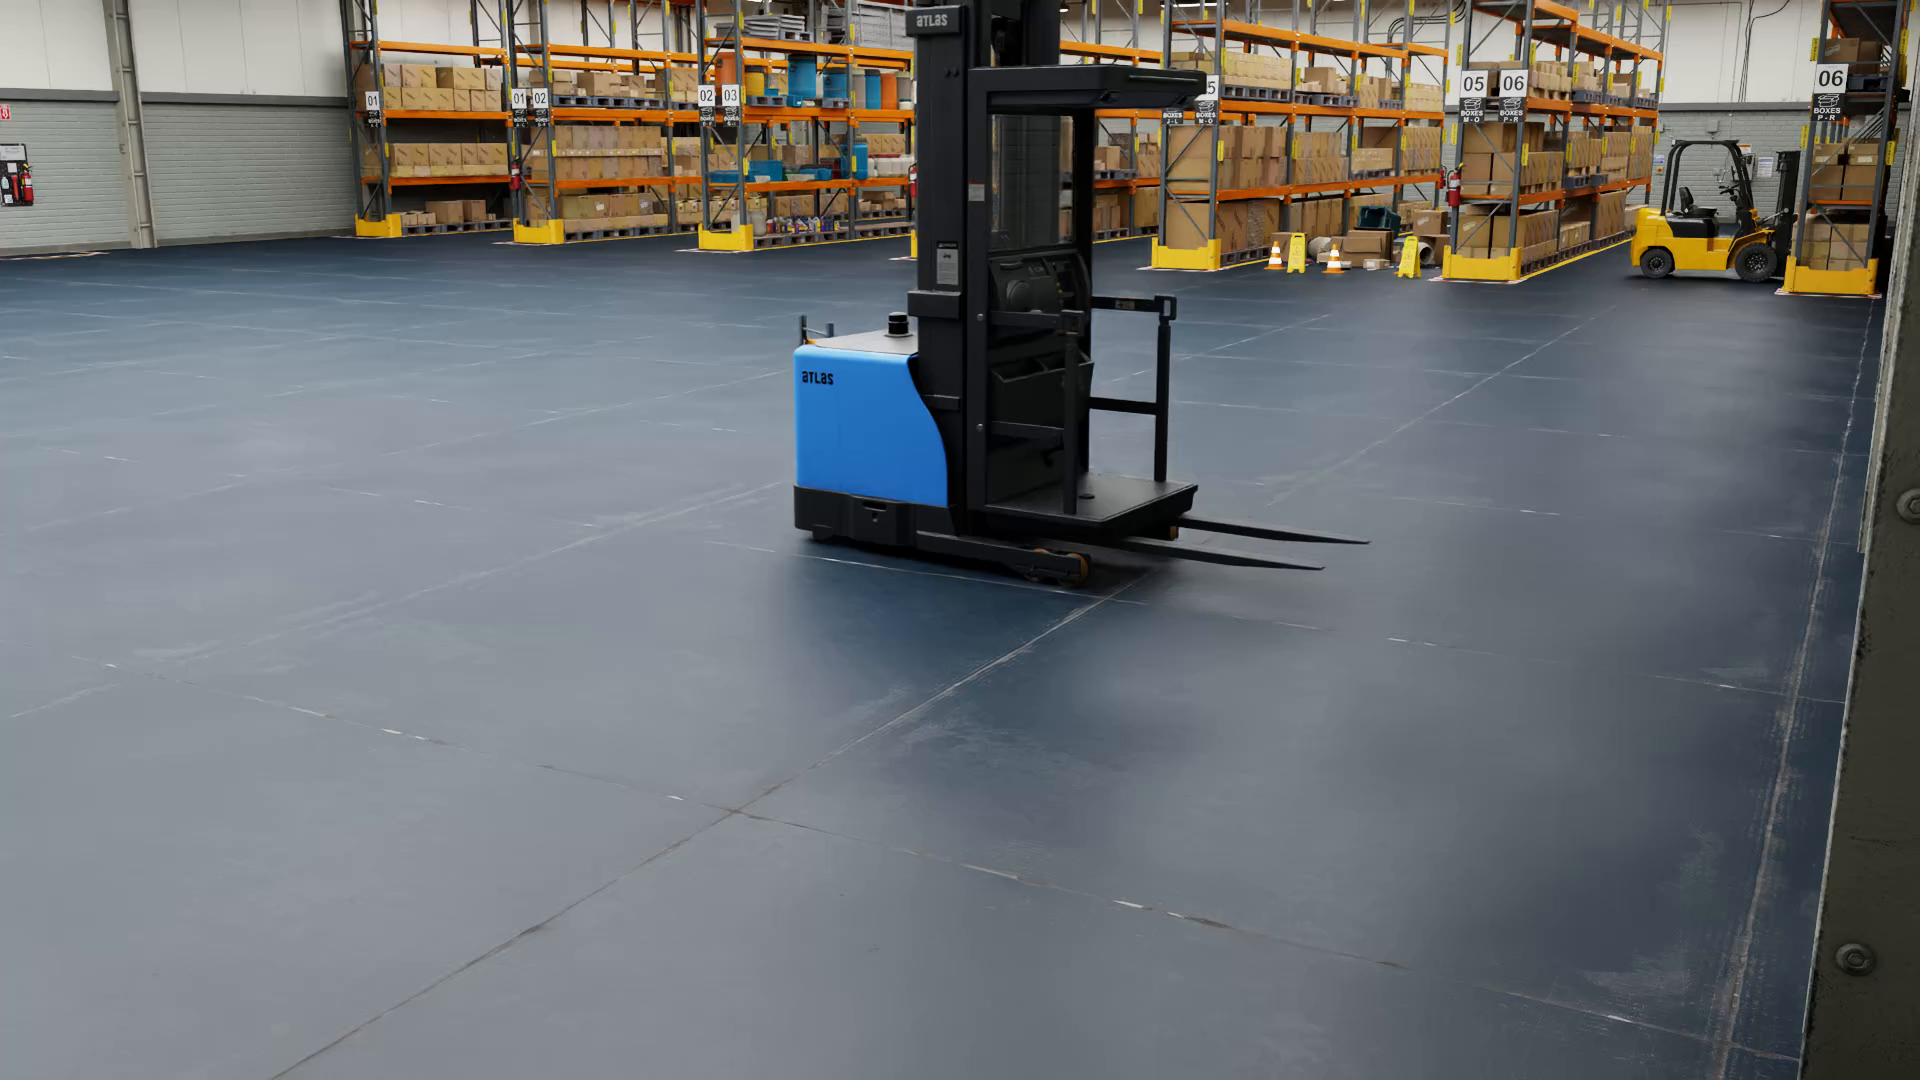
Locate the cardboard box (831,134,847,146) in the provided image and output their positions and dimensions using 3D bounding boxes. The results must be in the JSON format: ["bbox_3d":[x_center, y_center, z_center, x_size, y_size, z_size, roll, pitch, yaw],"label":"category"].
[{"bbox_3d":[-3.235,-11.004,46.126,0.500,0.500,0.500,7,15,28],"label":"cardboard box"}]

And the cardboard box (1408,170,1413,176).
[{"bbox_3d":[10.592,-8.751,39.663,0.380,0.149,0.250,8,16,29],"label":"cardboard box"}]

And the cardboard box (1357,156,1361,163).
[{"bbox_3d":[8.441,-8.224,35.946,0.380,0.149,0.250,7,15,26],"label":"cardboard box"}]

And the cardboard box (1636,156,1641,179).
[{"bbox_3d":[15.041,-8.410,37.498,0.500,0.500,0.500,7,15,28],"label":"cardboard box"}]

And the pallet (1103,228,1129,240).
[{"bbox_3d":[3.104,-6.877,37.303,1.003,0.211,1.213,7,15,28],"label":"pallet"}]

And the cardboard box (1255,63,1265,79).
[{"bbox_3d":[5.098,-8.332,29.565,0.500,0.250,0.500,7,15,28],"label":"cardboard box"}]

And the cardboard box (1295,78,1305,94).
[{"bbox_3d":[6.743,-9.146,33.445,0.500,0.311,0.500,7,15,27],"label":"cardboard box"}]

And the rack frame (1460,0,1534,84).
[{"bbox_3d":[8.291,-8.545,25.472,1.000,3.000,0.127,7,15,28],"label":"rack frame"}]

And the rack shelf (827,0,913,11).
[{"bbox_3d":[-2.286,-14.929,46.397,1.077,0.370,4.000,7,15,28],"label":"rack shelf"}]

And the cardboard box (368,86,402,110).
[{"bbox_3d":[-13.012,-9.992,37.617,0.500,0.500,0.500,8,16,30],"label":"cardboard box"}]

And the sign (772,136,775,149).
[{"bbox_3d":[-4.699,-10.016,41.905,0.100,0.325,0.005,7,15,28],"label":"sign"}]

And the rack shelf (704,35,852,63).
[{"bbox_3d":[-3.753,-10.095,34.290,1.077,0.370,4.000,7,15,28],"label":"rack shelf"}]

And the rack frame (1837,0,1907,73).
[{"bbox_3d":[14.572,-8.804,26.546,1.000,3.000,0.127,7,15,28],"label":"rack frame"}]

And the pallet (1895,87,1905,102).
[{"bbox_3d":[15.718,-7.696,28.752,1.003,0.211,1.213,8,16,31],"label":"pallet"}]

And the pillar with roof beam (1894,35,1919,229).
[{"bbox_3d":[18.697,-12.205,40.653,9.100,9.000,0.400,7,15,28],"label":"pillar with roof beam"}]

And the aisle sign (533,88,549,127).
[{"bbox_3d":[-8.818,-9.090,34.987,0.394,0.787,0.004,7,15,28],"label":"aisle sign"}]

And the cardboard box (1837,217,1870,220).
[{"bbox_3d":[14.015,-4.910,26.033,0.500,0.250,0.500,8,15,28],"label":"cardboard box"}]

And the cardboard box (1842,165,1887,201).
[{"bbox_3d":[13.121,-5.186,24.125,0.500,0.500,0.500,8,16,30],"label":"cardboard box"}]

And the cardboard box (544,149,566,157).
[{"bbox_3d":[-8.676,-8.295,35.636,0.380,0.149,0.250,7,15,28],"label":"cardboard box"}]

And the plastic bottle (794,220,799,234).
[{"bbox_3d":[-3.445,-6.587,35.007,0.061,0.283,0.133,8,16,29],"label":"plastic bottle"}]

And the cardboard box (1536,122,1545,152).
[{"bbox_3d":[9.822,-7.063,29.143,0.700,0.500,0.500,7,15,27],"label":"cardboard box"}]

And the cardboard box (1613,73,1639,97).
[{"bbox_3d":[14.560,-9.947,36.365,0.500,0.500,0.500,8,16,29],"label":"cardboard box"}]

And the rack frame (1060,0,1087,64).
[{"bbox_3d":[3.015,-13.512,46.073,1.000,3.000,0.127,7,15,28],"label":"rack frame"}]

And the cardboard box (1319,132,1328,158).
[{"bbox_3d":[7.061,-8.044,33.848,0.700,0.500,0.500,7,15,27],"label":"cardboard box"}]

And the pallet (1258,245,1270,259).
[{"bbox_3d":[5.407,-5.487,31.536,1.003,0.211,1.213,7,15,28],"label":"pallet"}]

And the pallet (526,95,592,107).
[{"bbox_3d":[-8.690,-9.432,35.739,1.003,0.211,1.213,7,15,28],"label":"pallet"}]

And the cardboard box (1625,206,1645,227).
[{"bbox_3d":[15.359,-7.534,38.651,0.875,0.438,0.875,8,16,30],"label":"cardboard box"}]

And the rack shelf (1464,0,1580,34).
[{"bbox_3d":[9.258,-8.604,27.259,1.077,0.370,4.000,7,15,28],"label":"rack shelf"}]

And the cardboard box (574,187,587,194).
[{"bbox_3d":[-10.158,-9.176,43.685,0.500,0.250,0.500,8,16,29],"label":"cardboard box"}]

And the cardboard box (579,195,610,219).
[{"bbox_3d":[-8.130,-7.398,36.886,0.500,0.500,0.500,7,15,28],"label":"cardboard box"}]

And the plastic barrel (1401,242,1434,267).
[{"bbox_3d":[7.964,-4.971,28.946,0.421,0.421,0.512,-5,14,-20],"label":"plastic barrel"}]

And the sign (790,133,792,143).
[{"bbox_3d":[-5.189,-12.331,51.002,0.100,0.325,0.005,7,15,28],"label":"sign"}]

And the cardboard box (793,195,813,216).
[{"bbox_3d":[-4.221,-8.786,43.666,0.500,0.500,0.500,7,15,27],"label":"cardboard box"}]

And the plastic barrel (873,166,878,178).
[{"bbox_3d":[-2.012,-8.320,37.635,0.301,0.262,0.301,0,14,0],"label":"plastic barrel"}]

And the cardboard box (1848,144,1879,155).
[{"bbox_3d":[12.987,-5.620,23.908,0.380,0.149,0.250,7,15,27],"label":"cardboard box"}]

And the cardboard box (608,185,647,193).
[{"bbox_3d":[-9.055,-9.371,45.391,0.750,0.750,0.750,7,15,27],"label":"cardboard box"}]

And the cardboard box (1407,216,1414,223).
[{"bbox_3d":[10.759,-7.758,40.195,0.380,0.149,0.250,7,15,27],"label":"cardboard box"}]

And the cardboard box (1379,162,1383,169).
[{"bbox_3d":[9.323,-8.453,37.531,0.380,0.149,0.250,7,15,25],"label":"cardboard box"}]

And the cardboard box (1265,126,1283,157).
[{"bbox_3d":[5.470,-7.389,30.855,0.875,0.550,0.550,7,15,28],"label":"cardboard box"}]

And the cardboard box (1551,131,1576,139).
[{"bbox_3d":[10.762,-7.218,29.641,0.380,0.149,0.250,7,15,28],"label":"cardboard box"}]

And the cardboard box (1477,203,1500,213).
[{"bbox_3d":[8.822,-5.558,27.868,0.380,0.149,0.250,8,16,30],"label":"cardboard box"}]

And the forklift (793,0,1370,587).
[{"bbox_3d":[0.592,-1.334,8.507,3.031,2.935,1.130,9,16,32],"label":"forklift"}]

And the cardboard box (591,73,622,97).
[{"bbox_3d":[-8.027,-10.152,37.124,0.797,0.503,0.637,9,16,34],"label":"cardboard box"}]

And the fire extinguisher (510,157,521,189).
[{"bbox_3d":[-9.518,-7.865,35.618,0.296,0.674,0.183,7,15,28],"label":"fire extinguisher"}]

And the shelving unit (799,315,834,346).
[{"bbox_3d":[-0.397,-0.816,10.214,1.048,1.125,0.538,-6,15,-25],"label":"shelving unit"}]

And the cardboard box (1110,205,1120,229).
[{"bbox_3d":[3.177,-7.252,37.302,0.700,0.500,0.500,6,15,25],"label":"cardboard box"}]

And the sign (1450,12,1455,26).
[{"bbox_3d":[12.120,-12.832,40.922,0.100,0.325,0.005,7,15,28],"label":"sign"}]

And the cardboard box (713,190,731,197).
[{"bbox_3d":[-7.140,-10.028,48.860,0.700,0.500,0.500,8,16,29],"label":"cardboard box"}]

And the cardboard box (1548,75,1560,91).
[{"bbox_3d":[9.744,-7.651,27.850,0.500,0.250,0.500,7,15,27],"label":"cardboard box"}]

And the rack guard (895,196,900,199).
[{"bbox_3d":[-1.356,-9.926,49.335,1.175,0.500,0.348,7,15,28],"label":"rack guard"}]

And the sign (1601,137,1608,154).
[{"bbox_3d":[12.638,-7.735,32.610,0.100,0.325,0.005,7,15,28],"label":"sign"}]

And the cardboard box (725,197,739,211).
[{"bbox_3d":[-5.716,-8.310,41.071,0.500,0.311,0.500,7,15,28],"label":"cardboard box"}]

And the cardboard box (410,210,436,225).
[{"bbox_3d":[-12.703,-7.590,39.111,0.500,0.311,0.500,9,16,33],"label":"cardboard box"}]

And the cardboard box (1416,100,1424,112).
[{"bbox_3d":[10.668,-10.289,39.428,0.500,0.250,0.500,8,16,30],"label":"cardboard box"}]
